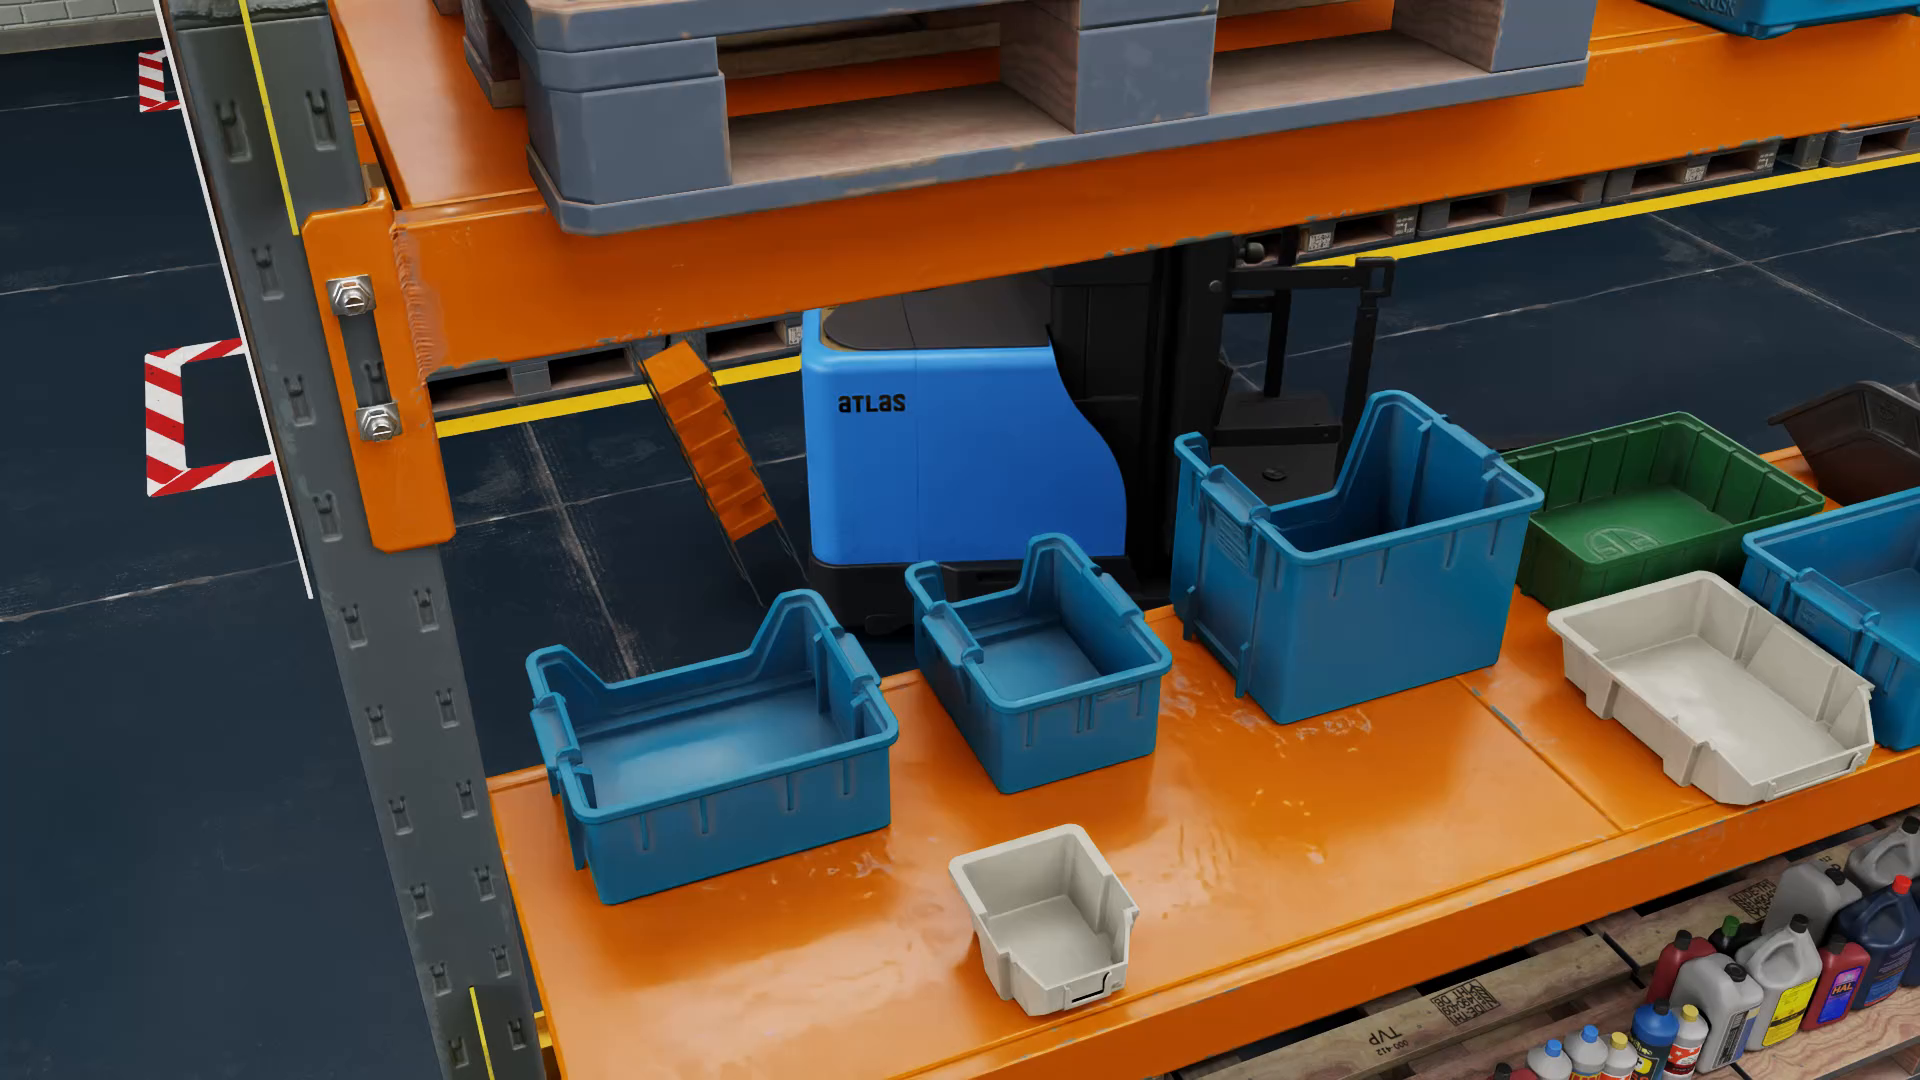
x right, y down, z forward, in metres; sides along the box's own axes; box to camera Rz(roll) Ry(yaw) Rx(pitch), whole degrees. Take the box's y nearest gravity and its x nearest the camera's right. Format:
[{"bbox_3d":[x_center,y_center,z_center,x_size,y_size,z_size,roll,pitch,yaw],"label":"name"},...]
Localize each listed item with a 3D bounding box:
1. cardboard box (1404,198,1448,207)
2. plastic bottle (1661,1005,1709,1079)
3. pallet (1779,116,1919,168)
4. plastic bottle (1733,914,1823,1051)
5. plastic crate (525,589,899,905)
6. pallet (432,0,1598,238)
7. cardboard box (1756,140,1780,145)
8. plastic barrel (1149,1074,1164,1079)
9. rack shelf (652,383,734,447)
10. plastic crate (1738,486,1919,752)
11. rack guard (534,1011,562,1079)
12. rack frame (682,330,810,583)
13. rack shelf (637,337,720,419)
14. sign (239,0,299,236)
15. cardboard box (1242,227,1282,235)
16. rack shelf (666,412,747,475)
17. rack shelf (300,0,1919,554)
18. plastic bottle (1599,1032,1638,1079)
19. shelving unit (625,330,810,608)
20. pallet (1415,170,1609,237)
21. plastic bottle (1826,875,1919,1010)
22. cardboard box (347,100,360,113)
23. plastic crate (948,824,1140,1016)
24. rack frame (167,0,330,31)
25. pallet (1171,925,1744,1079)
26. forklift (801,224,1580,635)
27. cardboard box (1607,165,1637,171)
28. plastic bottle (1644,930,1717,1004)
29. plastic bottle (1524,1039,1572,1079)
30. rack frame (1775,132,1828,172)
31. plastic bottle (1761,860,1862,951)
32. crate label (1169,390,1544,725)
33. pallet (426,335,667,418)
[{"bbox_3d":[2.387,-1.979,8.677,0.500,0.250,0.500,-14,36,-20],"label":"cardboard box"},{"bbox_3d":[1.678,1.164,3.873,0.097,0.201,0.097,0,33,0],"label":"plastic bottle"},{"bbox_3d":[5.362,-2.591,10.038,1.213,0.211,1.003,-13,35,-19],"label":"pallet"},{"bbox_3d":[1.928,1.031,3.941,0.185,0.351,0.144,-13,35,-19],"label":"plastic bottle"},{"bbox_3d":[-0.458,0.366,3.074,0.616,0.251,0.499,-13,35,-19],"label":"plastic crate"},{"bbox_3d":[-0.003,-0.744,2.066,1.213,0.211,1.003,-13,35,-19],"label":"pallet"},{"bbox_3d":[4.268,-2.411,9.341,0.500,0.250,0.500,-12,35,-18],"label":"cardboard box"},{"bbox_3d":[0.236,1.143,3.639,0.421,0.512,0.421,0,33,0],"label":"plastic barrel"},{"bbox_3d":[-0.885,-0.441,5.485,0.180,0.103,0.258,-29,40,-10],"label":"rack shelf"},{"bbox_3d":[1.969,0.148,3.409,0.616,0.251,0.499,-13,35,-19],"label":"plastic crate"},{"bbox_3d":[-0.752,1.568,3.382,0.348,0.500,1.175,-13,35,-19],"label":"rack guard"},{"bbox_3d":[-0.753,-0.343,5.625,0.006,1.200,0.240,-29,40,-10],"label":"rack frame"},{"bbox_3d":[-0.918,-0.529,5.409,0.180,0.103,0.258,-29,40,-10],"label":"rack shelf"},{"bbox_3d":[-0.595,-0.424,1.393,0.005,0.325,0.100,-13,35,-19],"label":"sign"},{"bbox_3d":[1.438,-1.761,8.342,0.500,0.250,0.500,-14,35,-20],"label":"cardboard box"},{"bbox_3d":[-0.852,-0.354,5.560,0.180,0.103,0.258,-29,40,-10],"label":"rack shelf"},{"bbox_3d":[1.040,-0.818,2.667,4.000,0.370,1.077,-13,35,-19],"label":"rack shelf"},{"bbox_3d":[1.488,1.208,3.806,0.097,0.201,0.097,0,33,0],"label":"plastic bottle"},{"bbox_3d":[-0.831,-0.299,5.608,0.189,1.200,0.258,-29,40,-10],"label":"shelving unit"},{"bbox_3d":[2.761,-2.043,9.196,1.213,0.211,1.003,-13,35,-19],"label":"pallet"},{"bbox_3d":[2.225,0.962,4.046,0.185,0.351,0.144,-15,36,-21],"label":"plastic bottle"},{"bbox_3d":[-2.282,-2.066,6.583,0.500,0.500,0.700,-13,35,-19],"label":"cardboard box"},{"bbox_3d":[0.146,0.643,2.753,0.250,0.136,0.298,-13,35,-19],"label":"plastic crate"},{"bbox_3d":[-0.804,-1.955,1.003,0.127,3.000,1.000,-13,35,-19],"label":"rack frame"},{"bbox_3d":[1.123,1.264,4.113,1.213,0.211,1.003,-13,35,-19],"label":"pallet"},{"bbox_3d":[0.974,-1.208,5.420,3.031,2.935,1.130,-2,33,-3],"label":"forklift"},{"bbox_3d":[3.329,-2.196,9.010,0.500,0.250,0.500,-12,35,-18],"label":"cardboard box"},{"bbox_3d":[1.734,1.038,3.992,0.133,0.283,0.061,-13,35,-19],"label":"plastic bottle"},{"bbox_3d":[1.305,1.220,3.722,0.097,0.271,0.097,0,33,0],"label":"plastic bottle"},{"bbox_3d":[4.659,-3.621,9.065,0.127,3.000,1.000,-13,35,-19],"label":"rack frame"},{"bbox_3d":[2.145,0.925,4.173,0.135,0.276,0.152,-13,35,-19],"label":"plastic bottle"},{"bbox_3d":[0.789,0.020,3.436,0.616,0.435,0.502,-13,35,-19],"label":"crate label"},{"bbox_3d":[-2.029,-0.946,7.510,1.213,0.211,1.003,-13,35,-19],"label":"pallet"}]
